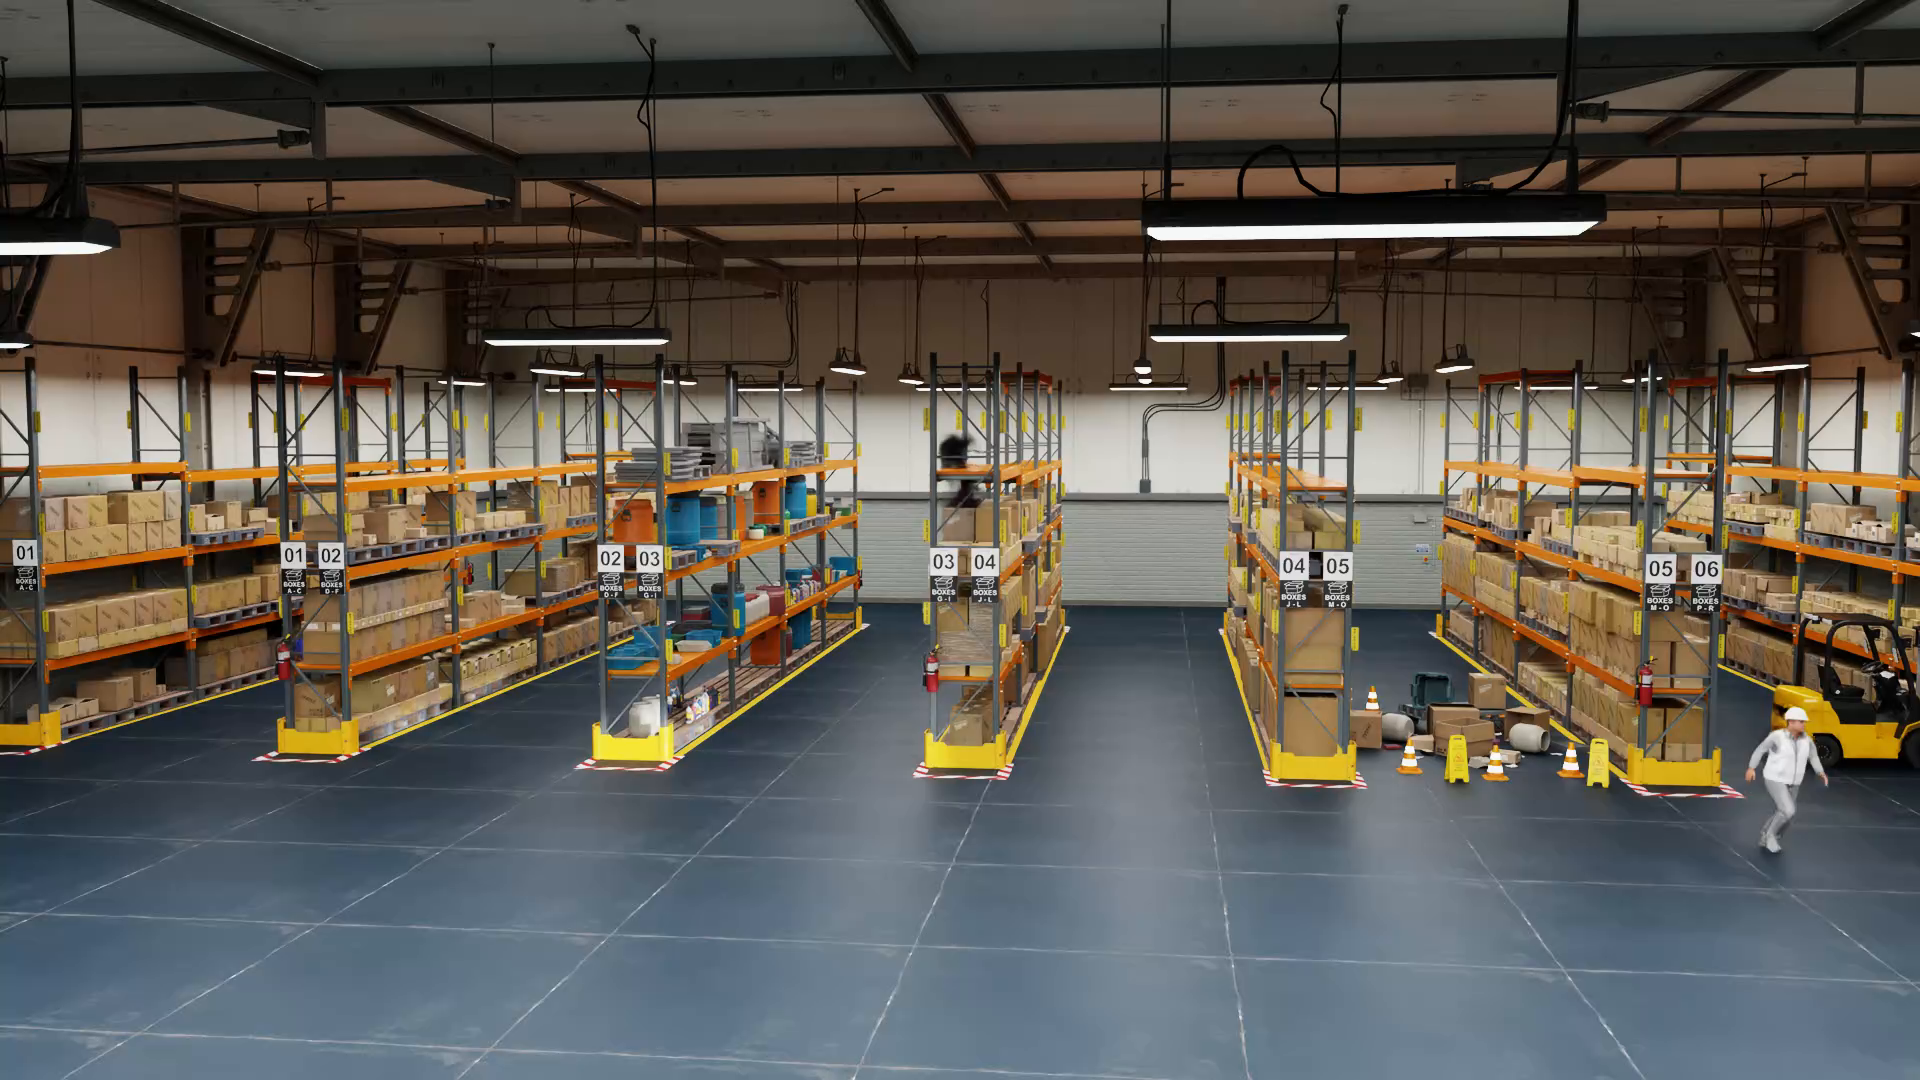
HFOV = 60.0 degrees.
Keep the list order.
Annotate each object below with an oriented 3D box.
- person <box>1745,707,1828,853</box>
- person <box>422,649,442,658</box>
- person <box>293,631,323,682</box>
[{"bbox_3d":[9.569,2.770,19.166,0.617,1.720,0.827,-1,4,-15],"label":"person"},{"bbox_3d":[-10.507,1.863,32.870,0.718,1.624,0.907,-1,4,-12],"label":"person"},{"bbox_3d":[-11.173,2.201,28.626,0.586,1.547,0.825,-1,4,-12],"label":"person"}]
